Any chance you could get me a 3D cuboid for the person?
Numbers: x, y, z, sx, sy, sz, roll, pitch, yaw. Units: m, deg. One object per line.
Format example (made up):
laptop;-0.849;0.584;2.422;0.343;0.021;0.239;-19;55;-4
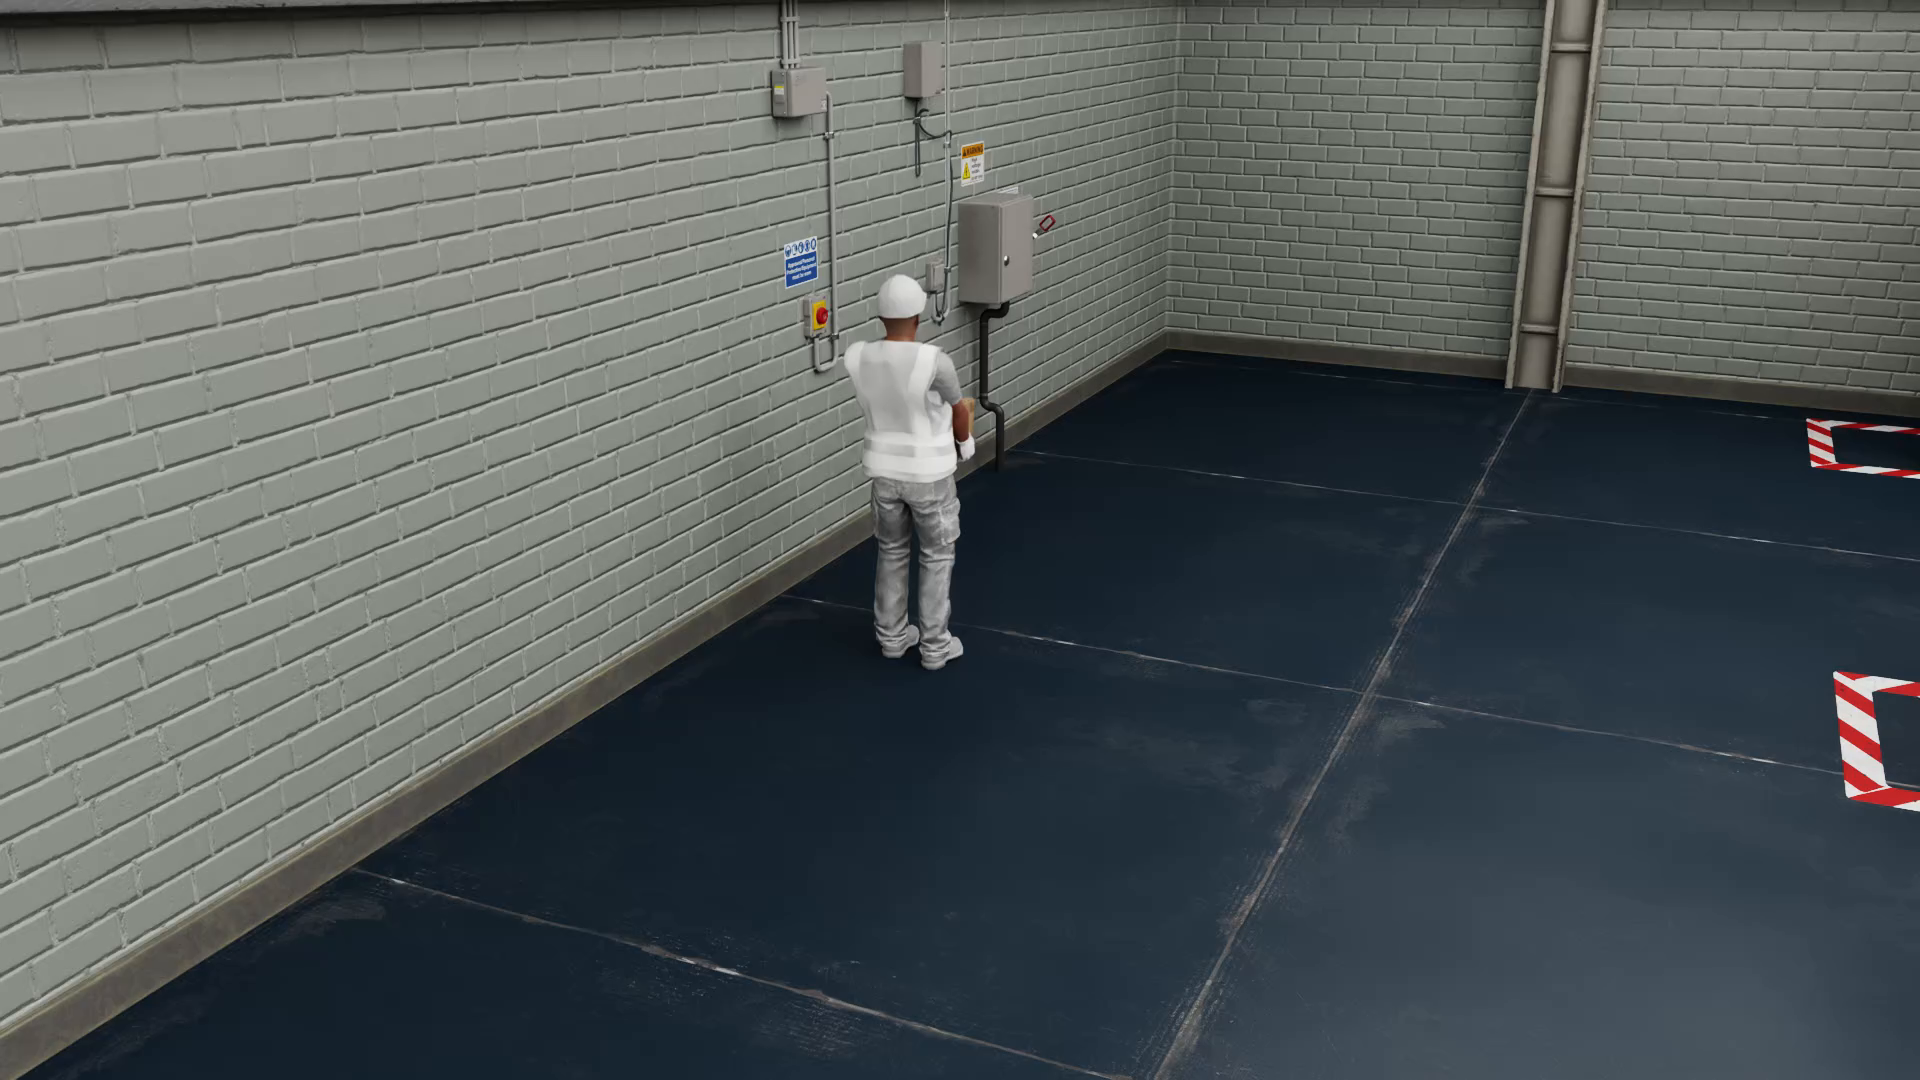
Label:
person;-0.191;-0.328;7.497;0.488;1.780;0.567;9;21;24
